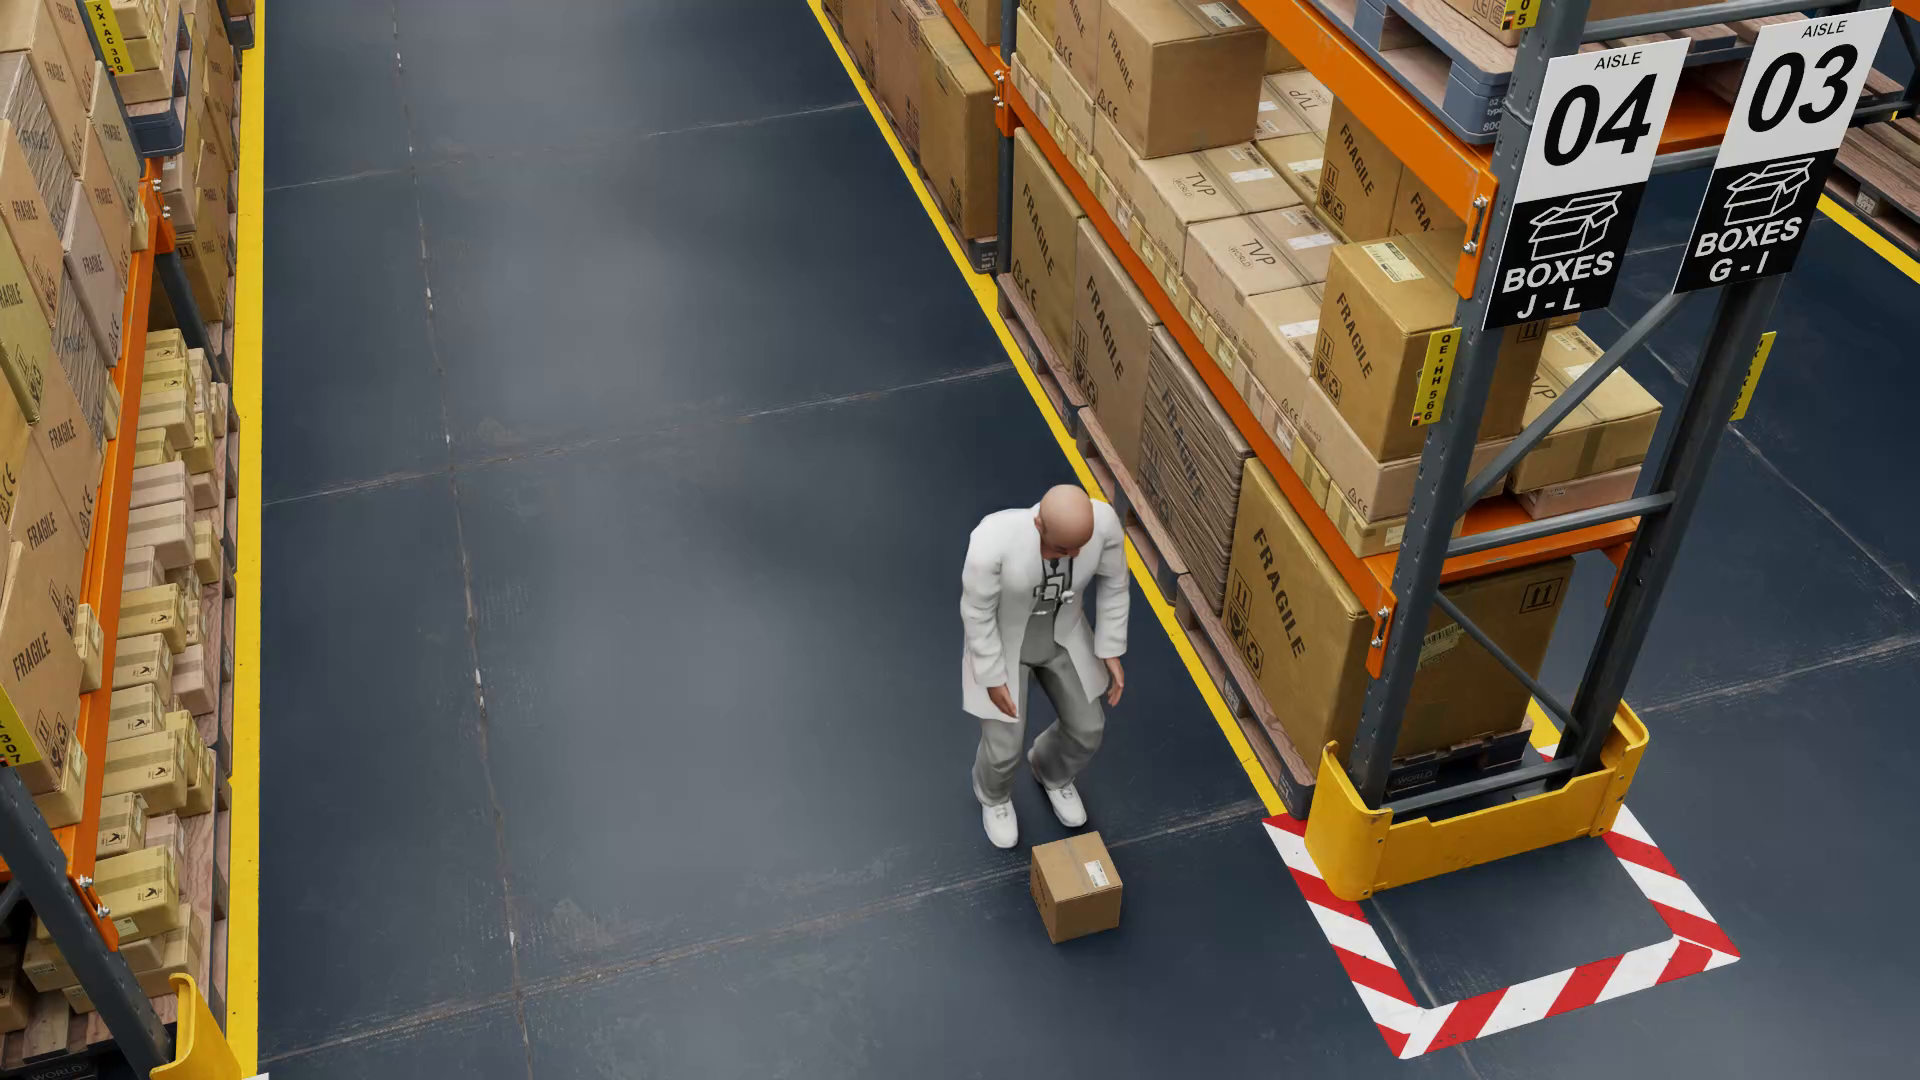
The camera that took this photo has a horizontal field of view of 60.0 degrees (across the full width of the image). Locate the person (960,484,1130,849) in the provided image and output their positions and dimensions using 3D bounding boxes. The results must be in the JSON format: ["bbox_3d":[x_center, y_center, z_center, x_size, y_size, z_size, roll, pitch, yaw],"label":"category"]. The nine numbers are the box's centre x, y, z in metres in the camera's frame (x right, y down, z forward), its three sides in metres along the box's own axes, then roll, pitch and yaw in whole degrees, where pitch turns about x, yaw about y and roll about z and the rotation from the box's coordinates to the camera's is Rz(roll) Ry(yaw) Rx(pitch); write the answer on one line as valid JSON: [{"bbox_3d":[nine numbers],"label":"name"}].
[{"bbox_3d":[0.288,0.385,5.827,0.607,1.672,0.503,-12,43,-13],"label":"person"}]
